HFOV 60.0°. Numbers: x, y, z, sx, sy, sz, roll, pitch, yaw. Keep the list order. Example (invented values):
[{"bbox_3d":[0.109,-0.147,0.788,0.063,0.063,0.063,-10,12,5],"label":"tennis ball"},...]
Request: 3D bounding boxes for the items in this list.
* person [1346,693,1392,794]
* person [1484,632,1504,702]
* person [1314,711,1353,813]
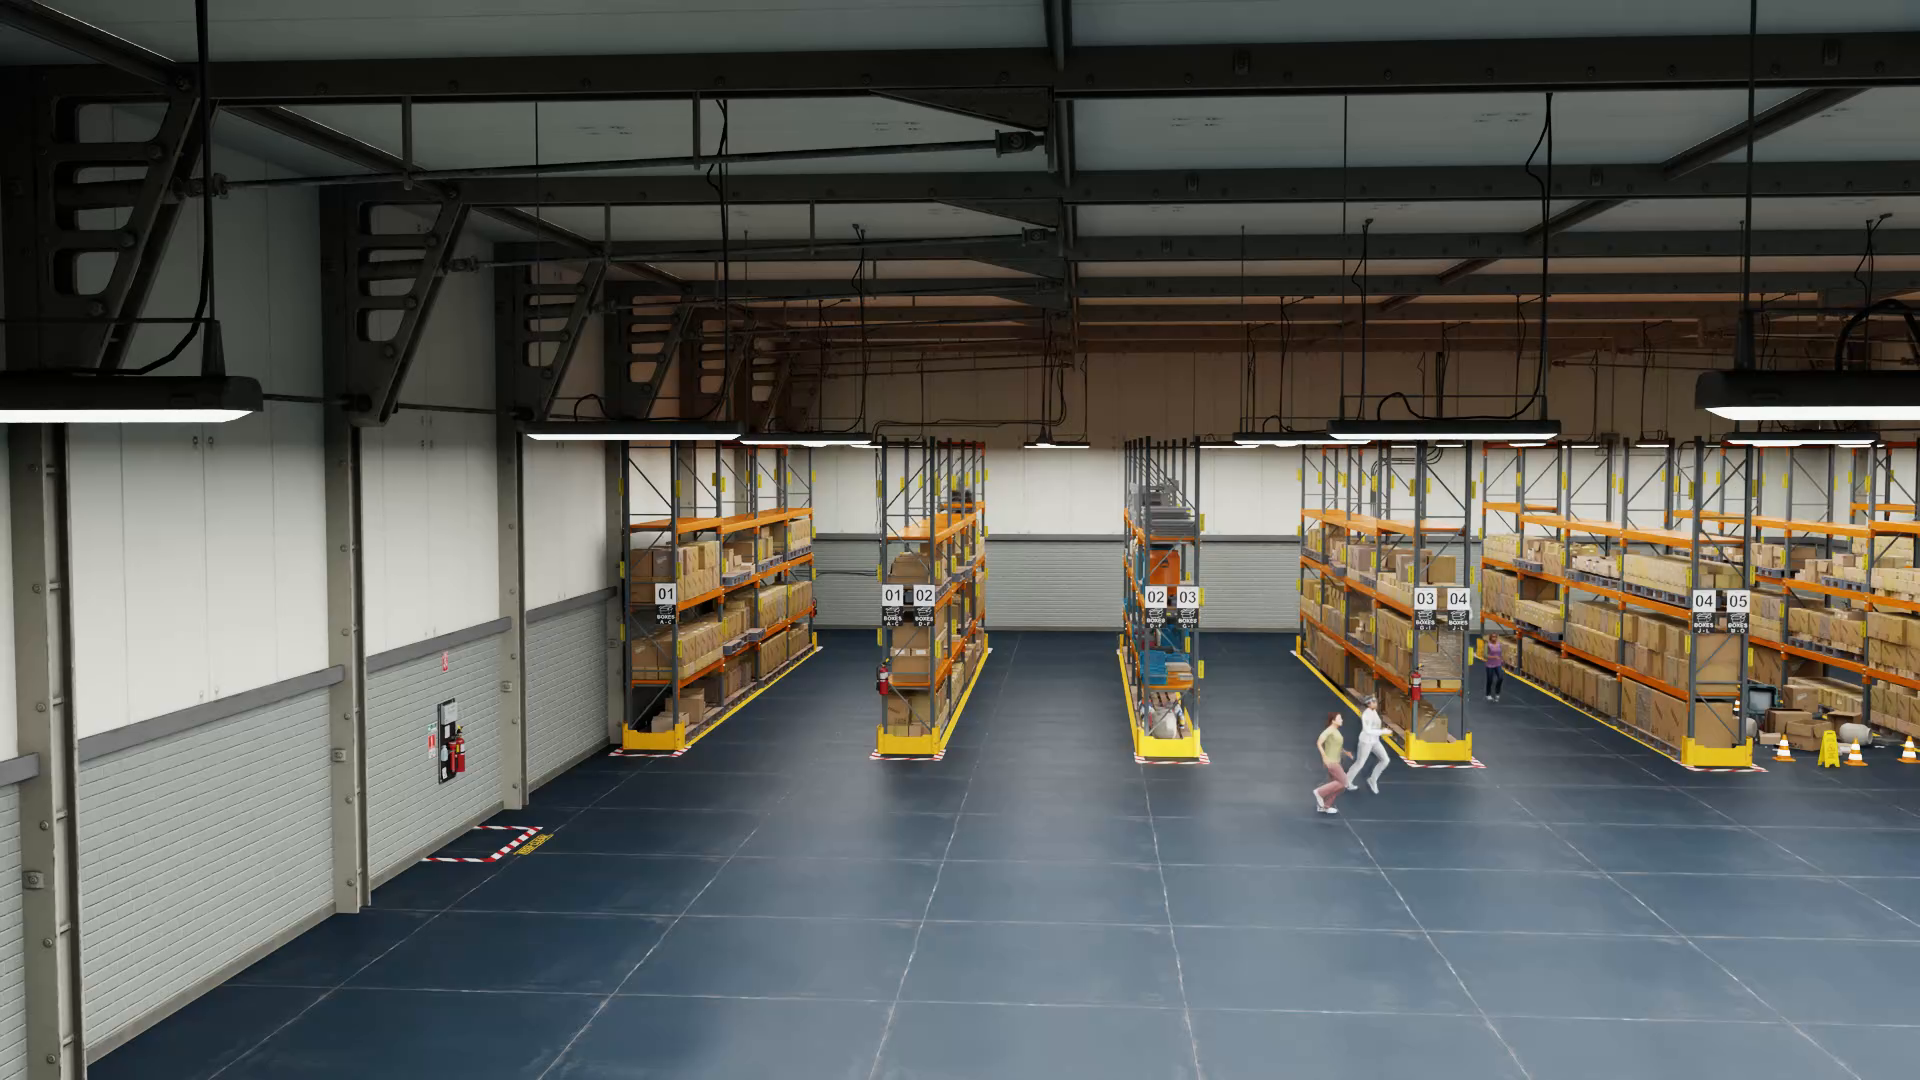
[{"bbox_3d":[6.831,3.387,27.762,0.834,1.693,0.620,2,4,39],"label":"person"},{"bbox_3d":[12.170,2.894,37.872,0.509,1.591,0.657,0,3,-2],"label":"person"},{"bbox_3d":[5.903,3.509,26.258,0.576,1.616,0.570,2,3,28],"label":"person"}]
